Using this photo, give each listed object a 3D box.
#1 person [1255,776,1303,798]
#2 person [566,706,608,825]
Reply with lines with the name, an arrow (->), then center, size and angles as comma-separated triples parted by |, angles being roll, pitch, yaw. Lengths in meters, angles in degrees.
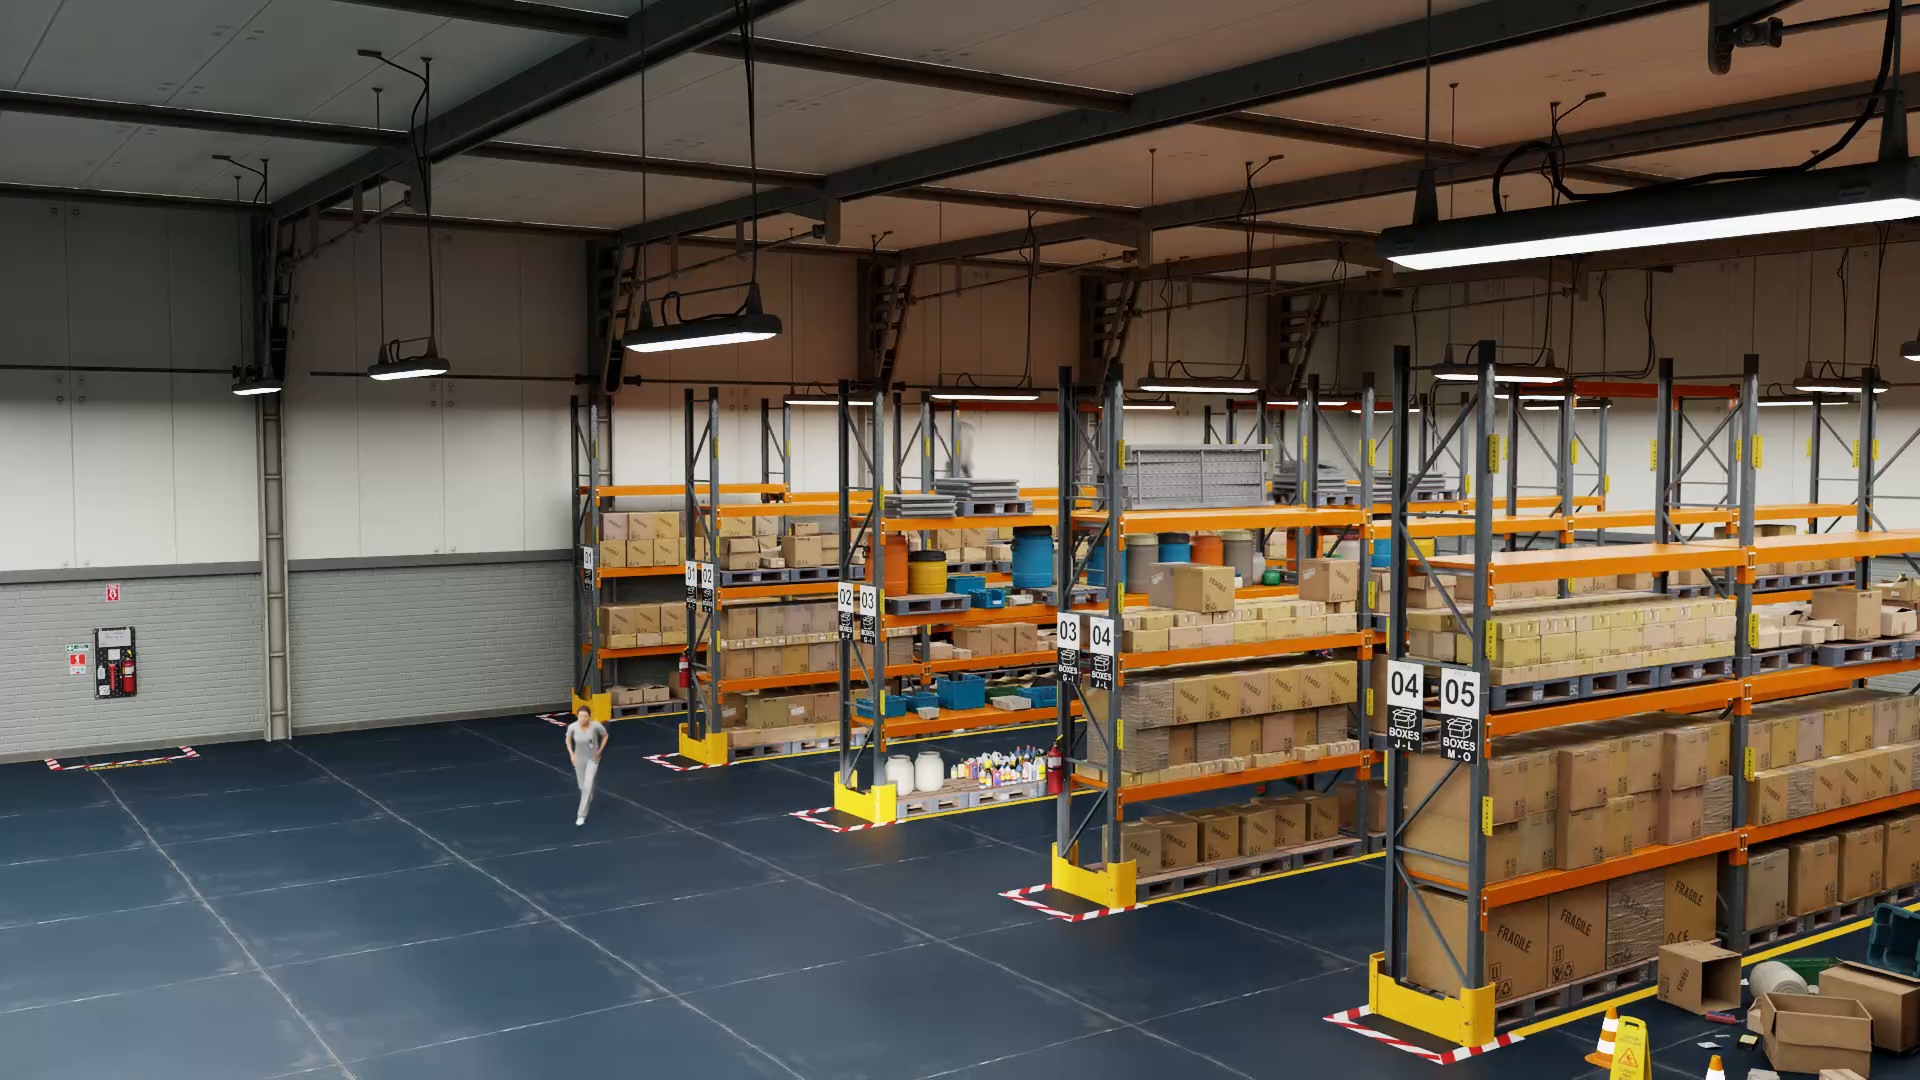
person -> 4.371, 2.908, 22.911 | 1.095, 1.774, 0.659 | -3, 4, -36
person -> -5.079, 3.021, 22.713 | 0.567, 1.621, 0.877 | -1, 3, -9
